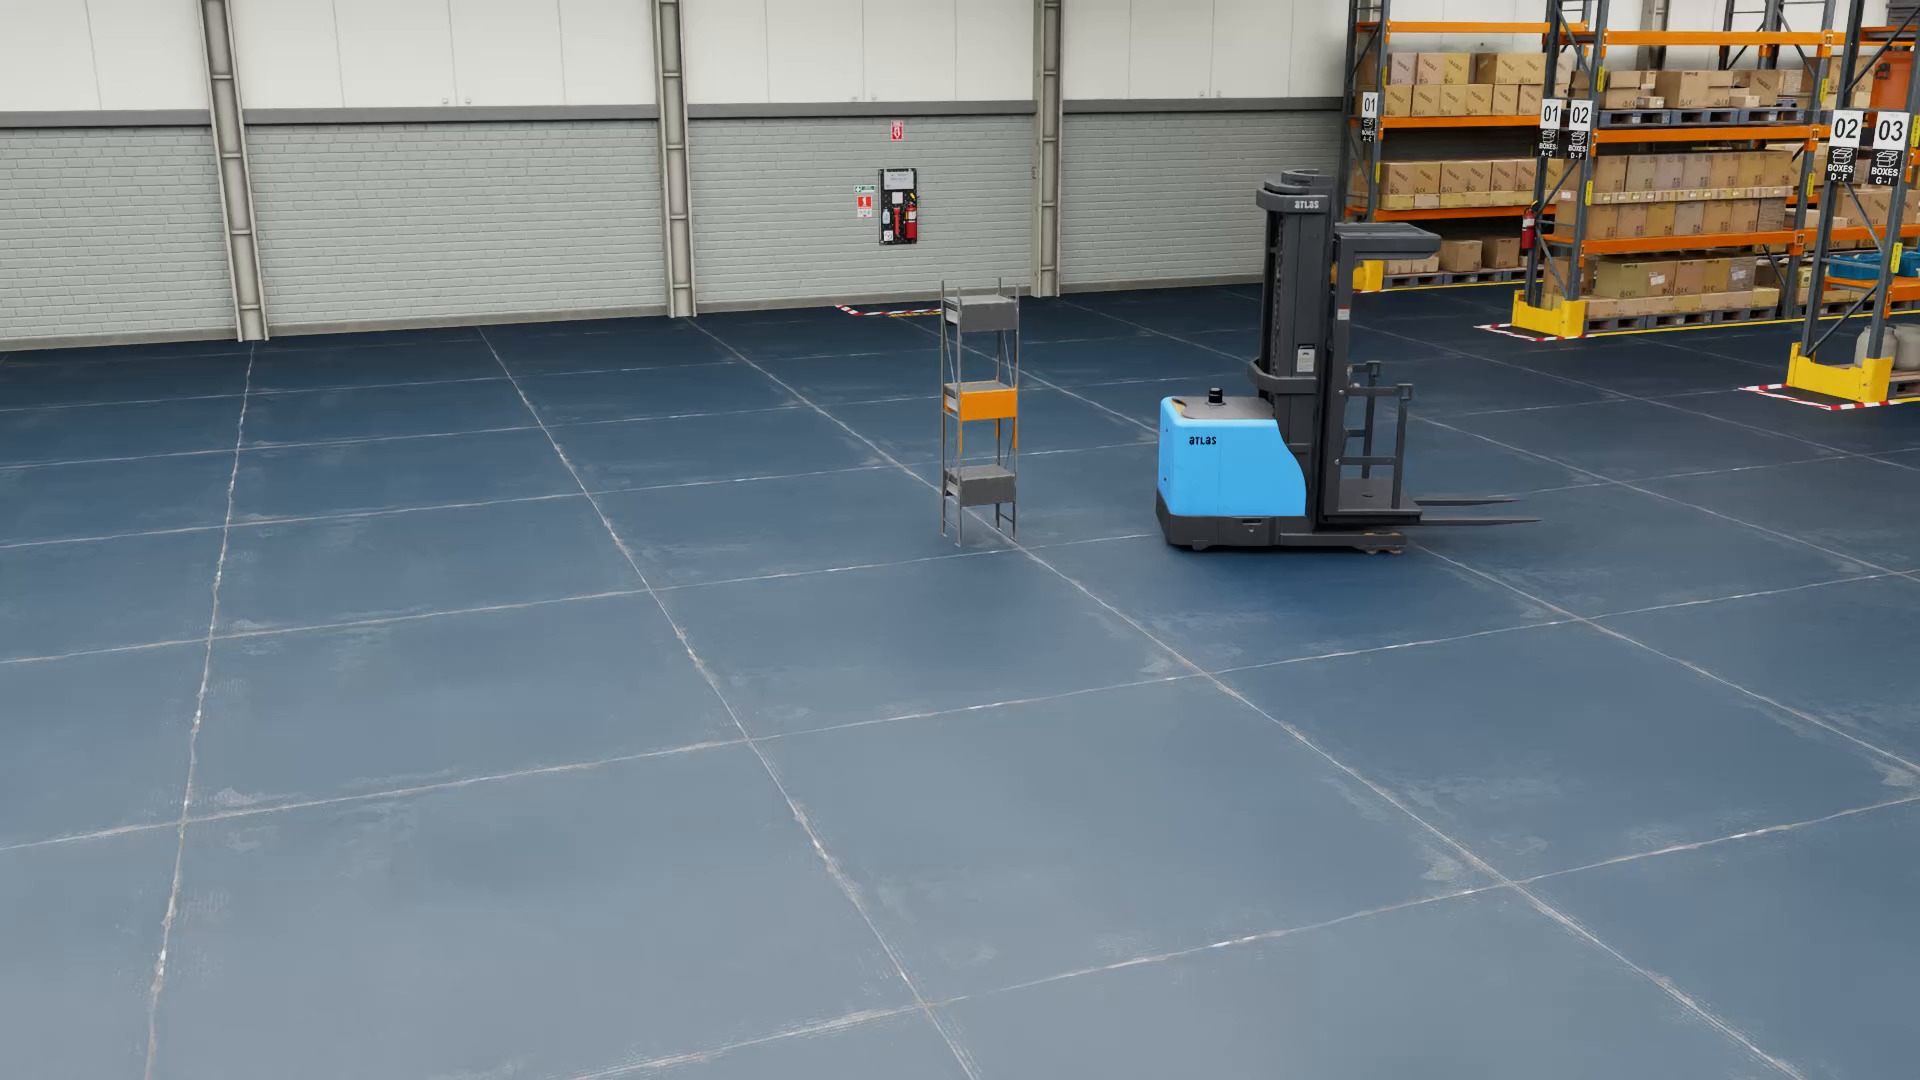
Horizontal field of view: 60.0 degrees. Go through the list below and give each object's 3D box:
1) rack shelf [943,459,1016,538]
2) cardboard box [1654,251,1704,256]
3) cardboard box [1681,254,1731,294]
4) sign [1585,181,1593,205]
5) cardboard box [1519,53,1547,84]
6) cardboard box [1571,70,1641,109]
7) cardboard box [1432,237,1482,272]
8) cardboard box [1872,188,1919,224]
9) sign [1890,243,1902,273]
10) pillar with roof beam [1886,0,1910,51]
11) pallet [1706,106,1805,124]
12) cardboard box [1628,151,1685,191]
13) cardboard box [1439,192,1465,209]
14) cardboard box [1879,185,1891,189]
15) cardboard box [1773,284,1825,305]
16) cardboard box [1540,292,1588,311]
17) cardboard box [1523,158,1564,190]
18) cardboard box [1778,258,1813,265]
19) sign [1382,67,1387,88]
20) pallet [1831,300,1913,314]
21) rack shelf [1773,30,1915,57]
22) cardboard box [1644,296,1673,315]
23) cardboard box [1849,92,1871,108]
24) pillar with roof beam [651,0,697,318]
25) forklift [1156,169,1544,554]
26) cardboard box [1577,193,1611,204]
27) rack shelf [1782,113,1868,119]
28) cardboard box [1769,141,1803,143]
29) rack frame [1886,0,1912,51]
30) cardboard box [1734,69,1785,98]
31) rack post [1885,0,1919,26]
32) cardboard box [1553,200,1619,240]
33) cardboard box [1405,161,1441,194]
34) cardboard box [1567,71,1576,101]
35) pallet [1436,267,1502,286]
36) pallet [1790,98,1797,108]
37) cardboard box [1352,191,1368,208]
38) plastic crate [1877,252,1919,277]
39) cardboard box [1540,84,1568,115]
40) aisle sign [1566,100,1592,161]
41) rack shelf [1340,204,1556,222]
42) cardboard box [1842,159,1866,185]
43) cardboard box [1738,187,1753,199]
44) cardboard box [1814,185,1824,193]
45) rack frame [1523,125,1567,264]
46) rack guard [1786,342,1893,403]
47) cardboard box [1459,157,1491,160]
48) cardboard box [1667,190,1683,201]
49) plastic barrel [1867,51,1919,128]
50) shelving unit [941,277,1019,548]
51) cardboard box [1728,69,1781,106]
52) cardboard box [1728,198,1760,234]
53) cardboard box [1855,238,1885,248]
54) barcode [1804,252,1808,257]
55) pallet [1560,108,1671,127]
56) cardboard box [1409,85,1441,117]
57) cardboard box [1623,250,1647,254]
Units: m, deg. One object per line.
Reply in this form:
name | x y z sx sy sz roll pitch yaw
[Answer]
rack shelf | 0.155 -0.339 13.560 0.480 0.518 0.431 -6 17 -20
cardboard box | 10.680 -4.028 24.795 0.500 0.500 0.500 -6 17 -20
cardboard box | 10.868 -3.890 24.325 0.500 0.500 0.500 -6 17 -20
sign | 8.617 -4.755 22.788 0.005 0.325 0.100 -6 17 -20
cardboard box | 9.502 -7.950 28.037 0.500 0.500 0.500 -5 17 -17
cardboard box | 8.962 -6.262 23.098 0.637 0.503 0.797 -5 17 -16
cardboard box | 8.562 -4.927 28.708 0.500 0.500 0.700 -7 18 -24
cardboard box | 14.333 -5.129 25.563 0.500 0.500 0.500 -7 18 -23
sign | 10.386 -3.132 18.448 0.005 0.325 0.100 -6 17 -20
pillar with roof beam | 19.738 -9.005 28.291 0.400 9.000 9.100 -6 17 -20
pallet | 11.372 -6.155 24.068 1.213 0.211 1.003 -6 17 -20
cardboard box | 9.874 -5.273 23.750 0.500 0.500 0.700 -6 17 -20
cardboard box | 8.175 -5.760 28.120 0.500 0.250 0.500 -6 18 -21
cardboard box | 17.412 -6.709 31.533 0.250 0.149 0.380 -6 17 -19
cardboard box | 12.625 -3.709 25.039 0.500 0.250 0.500 -7 18 -21
cardboard box | 8.819 -3.462 24.198 0.500 0.250 0.500 -6 17 -20
cardboard box | 10.052 -6.322 28.704 0.500 0.500 0.500 -6 17 -20
cardboard box | 12.918 -4.173 25.624 0.500 0.311 0.500 -6 17 -19
sign | 6.842 -7.467 26.826 0.005 0.325 0.100 -6 17 -20
pallet | 13.974 -3.722 25.897 1.213 0.211 1.003 -6 17 -20
rack shelf | 14.027 -7.394 24.793 4.000 0.370 1.077 -6 17 -20
cardboard box | 9.937 -3.427 24.080 0.500 0.250 0.500 -6 17 -20
cardboard box | 13.250 -6.536 24.727 0.500 0.250 0.500 -8 18 -25
pillar with roof beam | -2.673 -6.585 20.051 0.400 9.000 9.100 -6 17 -20
forklift | 3.177 -1.447 13.323 3.031 2.935 1.130 0 16 0
cardboard box | 8.868 -4.790 23.257 0.250 0.149 0.380 -6 18 -20
rack shelf | 15.986 -7.853 30.970 4.000 0.370 1.077 -6 17 -20
cardboard box | 15.414 -7.334 31.176 0.500 0.250 0.500 -7 18 -21
rack frame | 17.854 -9.839 31.132 0.127 3.000 1.000 -6 17 -20
cardboard box | 14.542 -8.319 30.321 0.500 0.500 0.700 -8 18 -24
rack post | 10.944 -5.826 18.352 0.954 0.300 0.937 -4 17 -14
cardboard box | 8.865 -4.539 23.556 0.500 0.500 0.700 -6 17 -20
cardboard box | 7.666 -6.064 27.826 0.500 0.500 0.500 -6 17 -20
cardboard box | 10.922 -7.877 28.851 0.500 0.500 0.500 -4 17 -12
pallet | 8.628 -4.615 28.939 1.213 0.211 1.003 -6 17 -20
pallet | 15.744 -8.098 30.864 1.213 0.211 1.003 -5 17 -18
cardboard box | 7.015 -5.787 28.210 0.500 0.250 0.500 -6 17 -19
plastic crate | 11.162 -3.266 19.660 0.408 0.251 0.499 -6 17 -20
cardboard box | 9.998 -7.535 28.396 0.500 0.500 0.500 -6 17 -19
aisle sign | 8.472 -5.608 22.758 0.004 0.787 0.394 -6 17 -20
rack shelf | 8.516 -5.607 28.646 4.000 0.370 1.077 -6 17 -20
cardboard box | 16.568 -6.946 31.186 0.500 0.500 0.500 -6 17 -20
cardboard box | 11.262 -5.048 24.137 0.250 0.149 0.380 -6 17 -20
cardboard box | 15.937 -6.576 31.079 0.250 0.149 0.380 -6 17 -20
rack frame | 10.383 -6.154 29.231 0.127 3.000 1.000 -6 17 -20
rack guard | 10.247 -1.965 19.402 0.348 0.500 1.175 -6 17 -20
cardboard box | 8.918 -6.359 28.829 0.500 0.500 0.500 -6 17 -19
cardboard box | 10.069 -4.920 23.701 0.250 0.149 0.380 -6 18 -21
plastic barrel | 10.601 -5.073 18.720 0.708 0.830 0.600 -6 17 -20
shelving unit | 0.155 -1.024 13.359 0.503 2.100 0.431 -6 17 -20
cardboard box | 11.595 -6.626 24.342 0.500 0.500 0.500 -5 17 -16
cardboard box | 11.257 -4.798 24.435 0.500 0.500 0.700 -6 18 -21
cardboard box | 17.293 -6.031 31.882 0.750 0.750 0.750 -6 17 -19
barcode | 12.547 -4.240 24.664 0.075 0.075 0.001 -6 17 -20
pallet | 9.094 -5.909 23.230 1.213 0.211 1.003 -6 17 -20
cardboard box | 7.564 -7.260 27.462 0.500 0.500 0.500 -5 17 -16
cardboard box | 12.020 -5.350 30.150 0.500 0.500 0.700 -6 17 -19
